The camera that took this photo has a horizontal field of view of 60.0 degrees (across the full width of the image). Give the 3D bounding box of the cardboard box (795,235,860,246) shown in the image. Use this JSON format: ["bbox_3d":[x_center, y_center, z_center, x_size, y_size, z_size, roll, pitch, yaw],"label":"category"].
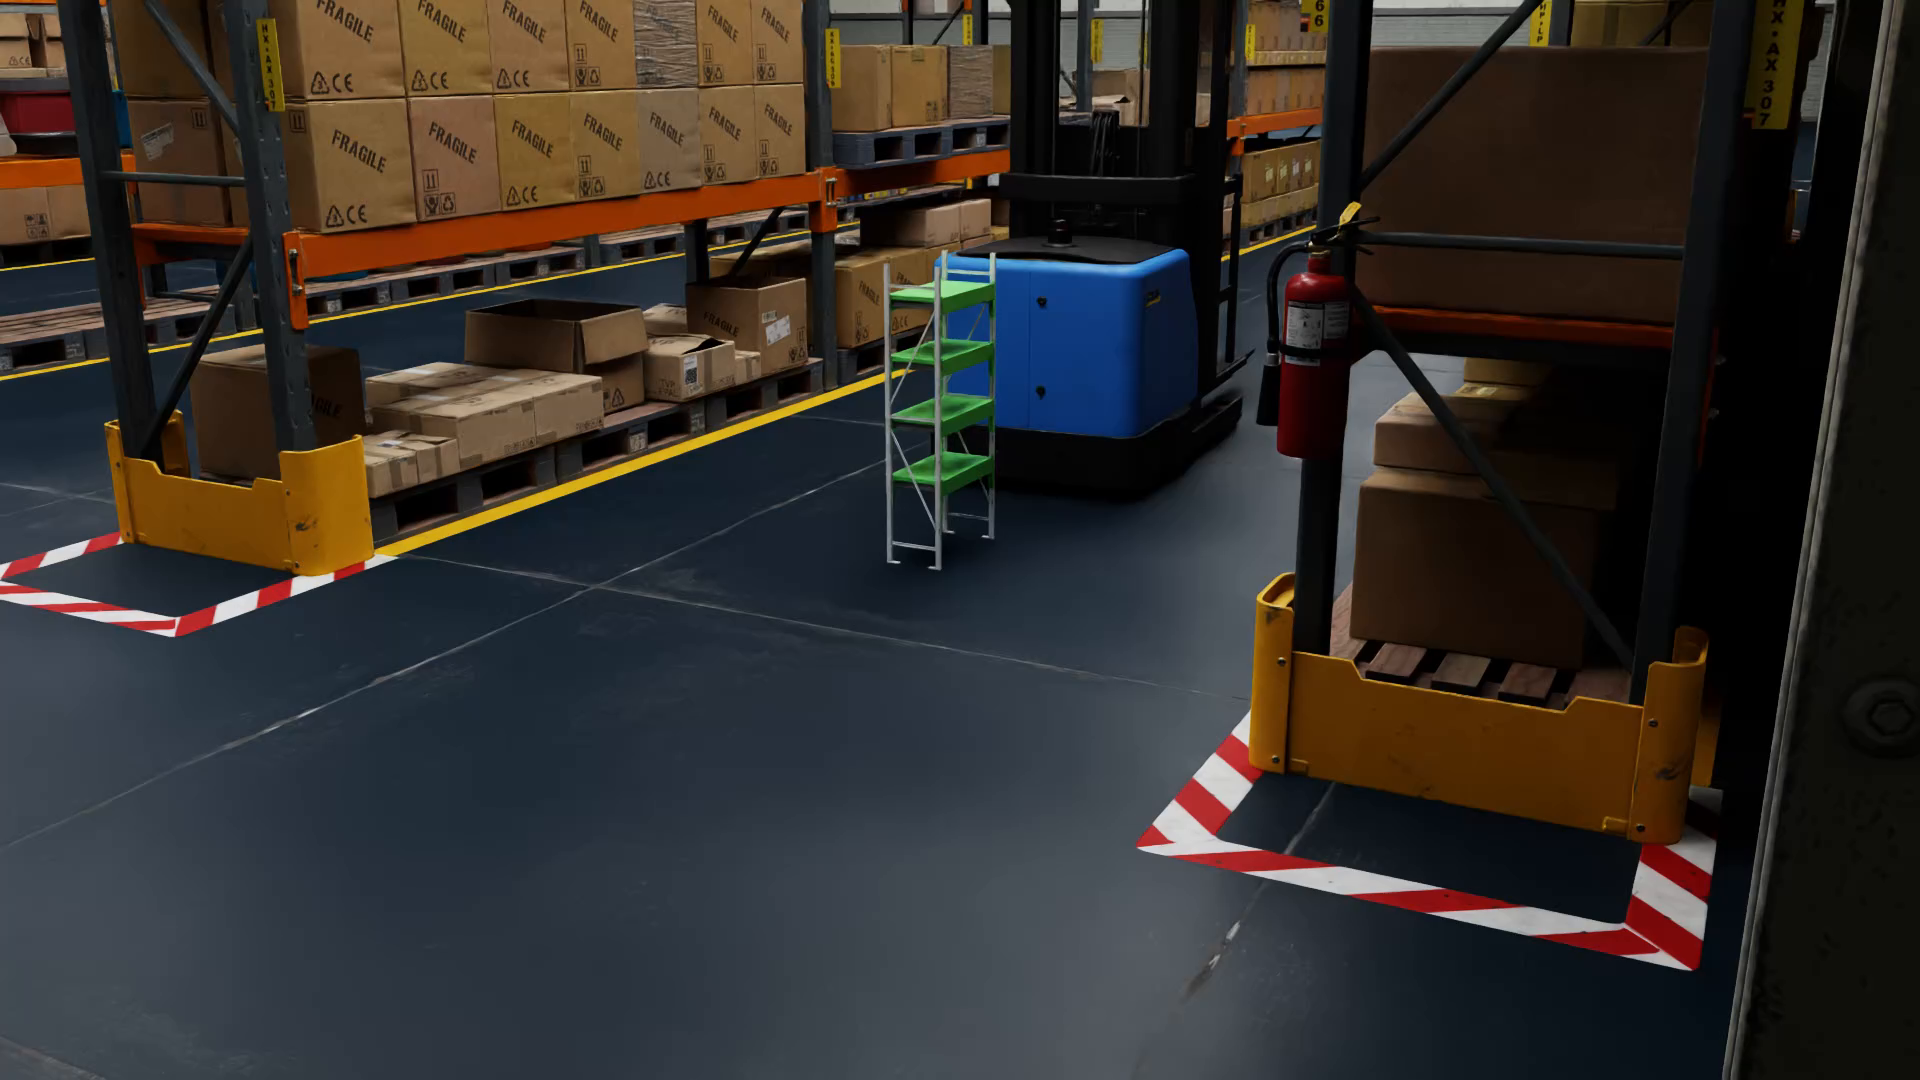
[{"bbox_3d":[-0.801,-1.833,11.546,0.500,0.500,0.500,8,18,26],"label":"cardboard box"}]

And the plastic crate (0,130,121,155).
[{"bbox_3d":[-5.907,-2.615,10.937,0.437,0.125,0.590,8,18,25],"label":"plastic crate"}]

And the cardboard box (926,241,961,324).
[{"bbox_3d":[-0.325,-1.774,11.348,0.500,0.500,0.500,8,18,26],"label":"cardboard box"}]

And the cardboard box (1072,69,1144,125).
[{"bbox_3d":[1.305,-3.902,14.719,0.500,0.500,0.500,7,18,22],"label":"cardboard box"}]

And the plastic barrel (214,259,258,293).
[{"bbox_3d":[-5.389,-2.369,12.680,0.600,0.901,0.708,8,18,25],"label":"plastic barrel"}]

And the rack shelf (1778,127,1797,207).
[{"bbox_3d":[5.897,-2.960,12.986,1.077,0.370,4.000,8,18,25],"label":"rack shelf"}]

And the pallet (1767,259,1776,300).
[{"bbox_3d":[6.444,-2.279,14.327,1.003,0.211,1.213,8,18,25],"label":"pallet"}]

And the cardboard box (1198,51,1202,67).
[{"bbox_3d":[2.287,-4.899,16.936,0.380,0.149,0.250,8,18,25],"label":"cardboard box"}]

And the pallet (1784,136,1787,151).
[{"bbox_3d":[5.226,-2.899,11.852,1.213,0.211,1.003,8,18,25],"label":"pallet"}]

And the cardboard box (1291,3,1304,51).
[{"bbox_3d":[3.446,-5.738,18.622,0.700,0.500,0.500,8,18,26],"label":"cardboard box"}]

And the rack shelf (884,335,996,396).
[{"bbox_3d":[-0.074,-0.702,6.661,0.258,0.148,0.480,8,18,25],"label":"rack shelf"}]

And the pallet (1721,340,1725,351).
[{"bbox_3d":[4.583,-1.268,10.921,1.003,0.211,1.213,8,18,25],"label":"pallet"}]

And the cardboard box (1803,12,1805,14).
[{"bbox_3d":[5.033,-3.207,10.502,0.500,0.250,0.500,9,19,27],"label":"cardboard box"}]

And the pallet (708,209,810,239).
[{"bbox_3d":[-2.389,-3.533,18.549,1.003,0.211,1.213,8,18,25],"label":"pallet"}]

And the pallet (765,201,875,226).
[{"bbox_3d":[-1.735,-3.904,19.797,1.003,0.211,1.213,8,18,25],"label":"pallet"}]

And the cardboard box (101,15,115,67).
[{"bbox_3d":[-8.632,-5.031,16.756,0.797,0.503,0.637,9,19,27],"label":"cardboard box"}]

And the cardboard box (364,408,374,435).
[{"bbox_3d":[-2.721,-0.501,7.648,0.380,0.166,0.250,8,18,25],"label":"cardboard box"}]

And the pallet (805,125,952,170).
[{"bbox_3d":[-0.763,-2.504,10.522,1.003,0.211,1.213,8,18,25],"label":"pallet"}]

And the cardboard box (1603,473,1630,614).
[{"bbox_3d":[1.875,-0.079,5.676,0.700,0.500,0.500,8,18,25],"label":"cardboard box"}]

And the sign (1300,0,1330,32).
[{"bbox_3d":[0.949,-1.499,4.353,0.100,0.325,0.005,8,18,25],"label":"sign"}]

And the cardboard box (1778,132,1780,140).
[{"bbox_3d":[4.102,-2.323,8.845,0.500,0.500,0.500,8,18,24],"label":"cardboard box"}]

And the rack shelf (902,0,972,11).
[{"bbox_3d":[-1.179,-6.677,20.233,1.077,0.370,4.000,8,18,25],"label":"rack shelf"}]

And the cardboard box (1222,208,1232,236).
[{"bbox_3d":[2.431,-3.184,16.569,0.500,0.250,0.500,8,18,25],"label":"cardboard box"}]

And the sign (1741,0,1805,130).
[{"bbox_3d":[1.922,-1.139,3.930,0.100,0.325,0.005,8,18,25],"label":"sign"}]

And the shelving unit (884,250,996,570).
[{"bbox_3d":[-0.074,-0.533,6.712,0.258,1.200,0.503,8,18,25],"label":"shelving unit"}]

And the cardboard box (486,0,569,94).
[{"bbox_3d":[-2.116,-2.255,7.416,0.500,0.500,0.500,8,18,26],"label":"cardboard box"}]

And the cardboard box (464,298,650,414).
[{"bbox_3d":[-2.052,-0.941,8.536,0.797,0.503,0.637,8,18,25],"label":"cardboard box"}]

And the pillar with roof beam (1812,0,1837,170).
[{"bbox_3d":[10.550,-11.025,28.339,9.100,9.000,0.400,8,18,25],"label":"pillar with roof beam"}]

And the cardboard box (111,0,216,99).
[{"bbox_3d":[-3.052,-2.063,6.769,0.500,0.500,0.500,8,18,25],"label":"cardboard box"}]

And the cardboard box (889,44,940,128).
[{"bbox_3d":[-0.555,-2.931,10.710,0.700,0.500,0.500,12,20,34],"label":"cardboard box"}]

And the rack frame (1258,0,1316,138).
[{"bbox_3d":[4.145,-5.463,20.148,1.000,3.000,0.127,8,18,25],"label":"rack frame"}]

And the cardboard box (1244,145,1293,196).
[{"bbox_3d":[3.291,-4.019,18.063,0.500,0.500,0.500,8,18,25],"label":"cardboard box"}]

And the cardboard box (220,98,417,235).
[{"bbox_3d":[-2.571,-1.515,6.680,0.500,0.500,0.500,9,19,27],"label":"cardboard box"}]

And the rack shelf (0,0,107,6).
[{"bbox_3d":[-14.475,-8.568,26.599,1.077,0.370,4.000,8,18,25],"label":"rack shelf"}]

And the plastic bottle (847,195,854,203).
[{"bbox_3d":[-1.341,-4.169,19.671,0.144,0.351,0.185,9,19,27],"label":"plastic bottle"}]

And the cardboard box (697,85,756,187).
[{"bbox_3d":[-1.440,-2.162,8.861,0.500,0.500,0.500,9,19,27],"label":"cardboard box"}]

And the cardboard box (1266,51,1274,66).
[{"bbox_3d":[3.106,-5.107,17.635,0.380,0.149,0.250,7,18,24],"label":"cardboard box"}]

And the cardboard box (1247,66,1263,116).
[{"bbox_3d":[2.780,-4.741,17.541,0.700,0.500,0.500,8,18,25],"label":"cardboard box"}]

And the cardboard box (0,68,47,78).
[{"bbox_3d":[-8.975,-4.188,15.682,0.500,0.500,0.500,8,19,26],"label":"cardboard box"}]

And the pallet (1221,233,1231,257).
[{"bbox_3d":[2.063,-2.914,16.466,1.003,0.211,1.213,8,18,25],"label":"pallet"}]

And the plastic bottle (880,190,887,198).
[{"bbox_3d":[-0.983,-4.372,20.357,0.144,0.351,0.185,9,19,28],"label":"plastic bottle"}]

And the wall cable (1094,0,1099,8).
[{"bbox_3d":[5.249,-20.070,52.820,2.305,6.003,0.169,8,18,25],"label":"wall cable"}]

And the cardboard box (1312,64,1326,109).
[{"bbox_3d":[3.925,-5.393,19.738,0.700,0.500,0.500,8,18,25],"label":"cardboard box"}]

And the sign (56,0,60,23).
[{"bbox_3d":[-3.492,-2.169,6.471,0.100,0.325,0.005,8,18,25],"label":"sign"}]

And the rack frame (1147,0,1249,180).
[{"bbox_3d":[2.357,-4.444,16.717,1.000,3.000,0.127,8,18,25],"label":"rack frame"}]

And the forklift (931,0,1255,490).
[{"bbox_3d":[0.902,-2.010,8.643,1.130,2.935,3.031,7,18,22],"label":"forklift"}]

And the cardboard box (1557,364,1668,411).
[{"bbox_3d":[2.453,-0.593,6.266,0.380,0.149,0.250,8,18,24],"label":"cardboard box"}]

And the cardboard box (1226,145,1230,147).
[{"bbox_3d":[2.823,-4.086,18.288,0.500,0.500,0.500,8,18,25],"label":"cardboard box"}]

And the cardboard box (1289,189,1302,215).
[{"bbox_3d":[3.510,-3.788,18.601,0.500,0.250,0.500,8,18,25],"label":"cardboard box"}]

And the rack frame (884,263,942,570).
[{"bbox_3d":[-0.183,-0.471,6.502,0.240,1.200,0.015,8,18,25],"label":"rack frame"}]

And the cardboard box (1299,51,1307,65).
[{"bbox_3d":[3.683,-5.437,18.747,0.380,0.149,0.250,9,19,27],"label":"cardboard box"}]

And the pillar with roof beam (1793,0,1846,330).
[{"bbox_3d":[2.507,-6.440,12.902,9.100,9.000,0.400,8,18,25],"label":"pillar with roof beam"}]

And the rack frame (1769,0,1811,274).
[{"bbox_3d":[6.791,-3.814,14.599,1.000,3.000,0.127,8,18,25],"label":"rack frame"}]

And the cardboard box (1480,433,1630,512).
[{"bbox_3d":[1.775,-0.206,4.962,0.380,0.149,0.250,8,18,26],"label":"cardboard box"}]

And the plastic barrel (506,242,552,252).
[{"bbox_3d":[-4.063,-3.090,15.234,0.600,0.830,0.708,8,18,25],"label":"plastic barrel"}]

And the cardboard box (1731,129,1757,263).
[{"bbox_3d":[2.311,-1.413,5.985,0.980,0.700,0.700,7,18,23],"label":"cardboard box"}]
